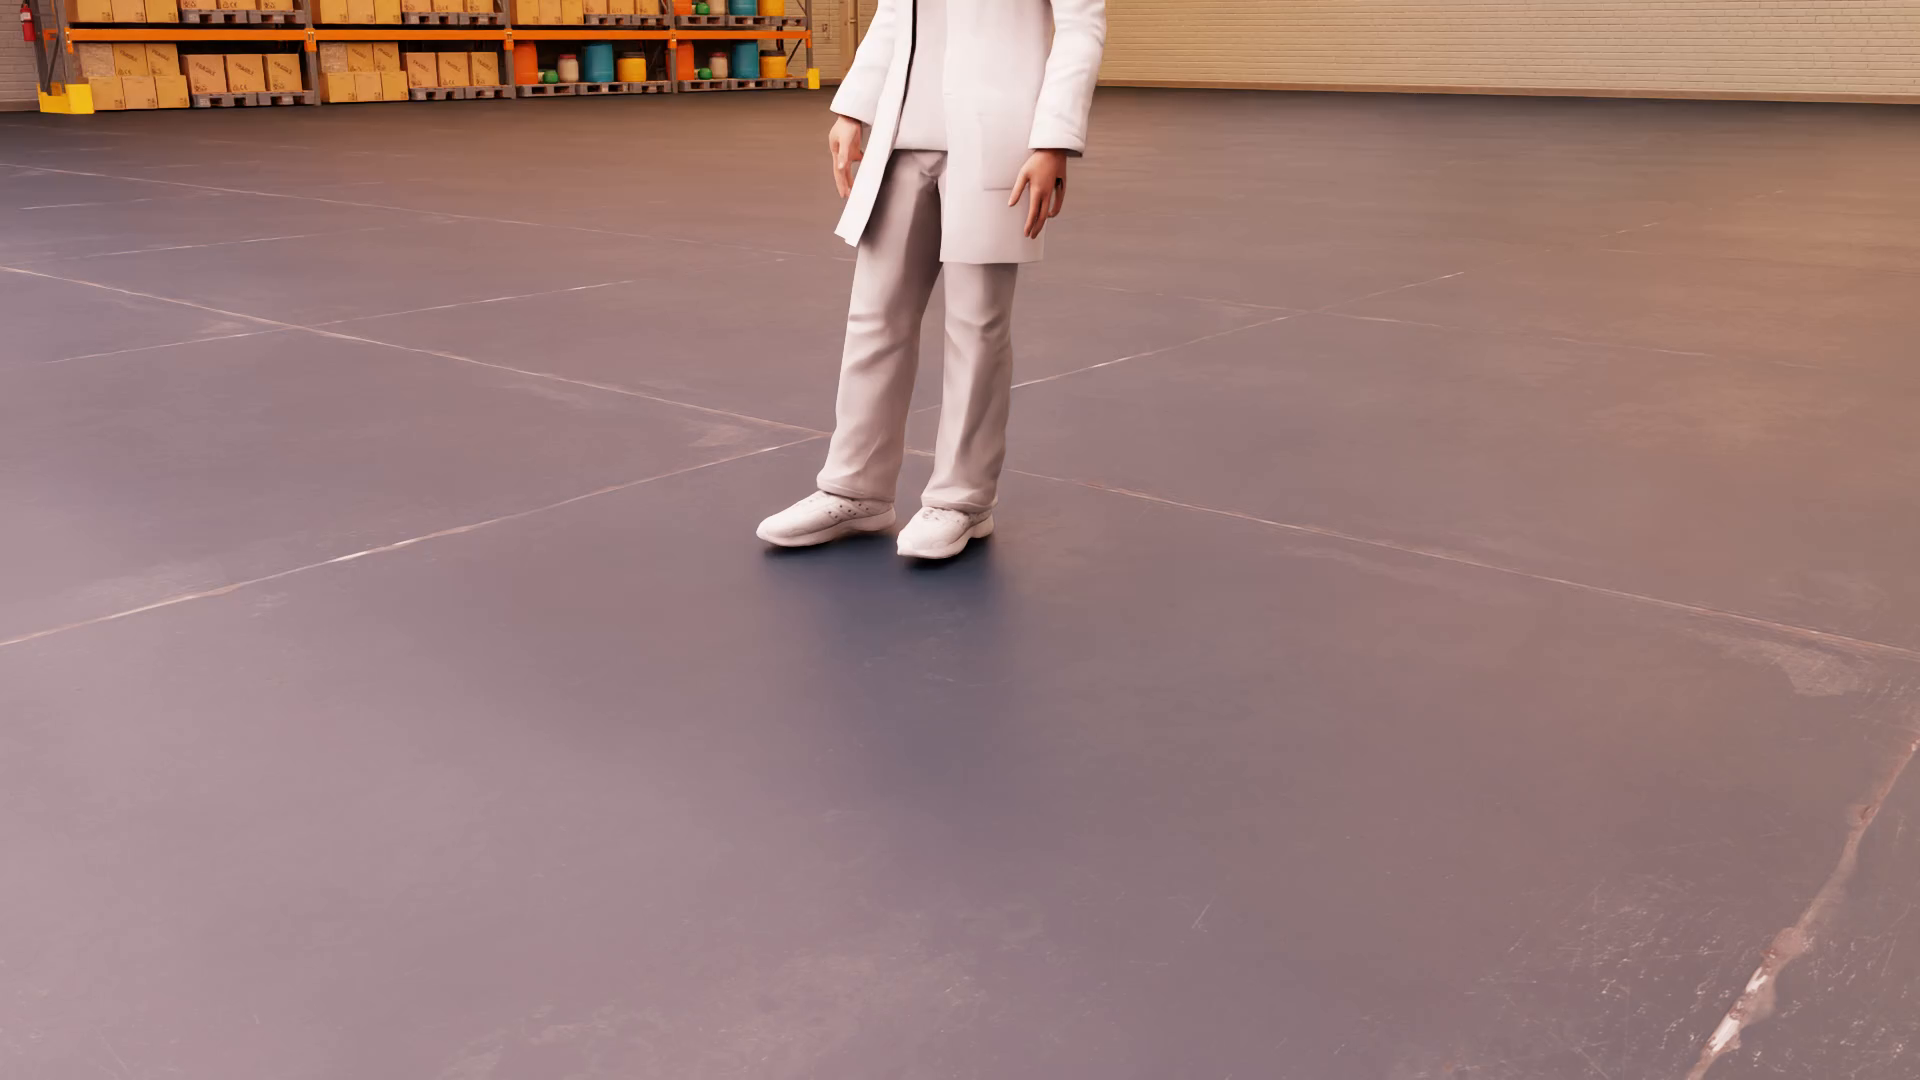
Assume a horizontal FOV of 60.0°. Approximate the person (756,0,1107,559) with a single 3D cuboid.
[{"bbox_3d":[-0.061,-0.838,3.618,0.696,1.775,0.581,13,21,37],"label":"person"}]
